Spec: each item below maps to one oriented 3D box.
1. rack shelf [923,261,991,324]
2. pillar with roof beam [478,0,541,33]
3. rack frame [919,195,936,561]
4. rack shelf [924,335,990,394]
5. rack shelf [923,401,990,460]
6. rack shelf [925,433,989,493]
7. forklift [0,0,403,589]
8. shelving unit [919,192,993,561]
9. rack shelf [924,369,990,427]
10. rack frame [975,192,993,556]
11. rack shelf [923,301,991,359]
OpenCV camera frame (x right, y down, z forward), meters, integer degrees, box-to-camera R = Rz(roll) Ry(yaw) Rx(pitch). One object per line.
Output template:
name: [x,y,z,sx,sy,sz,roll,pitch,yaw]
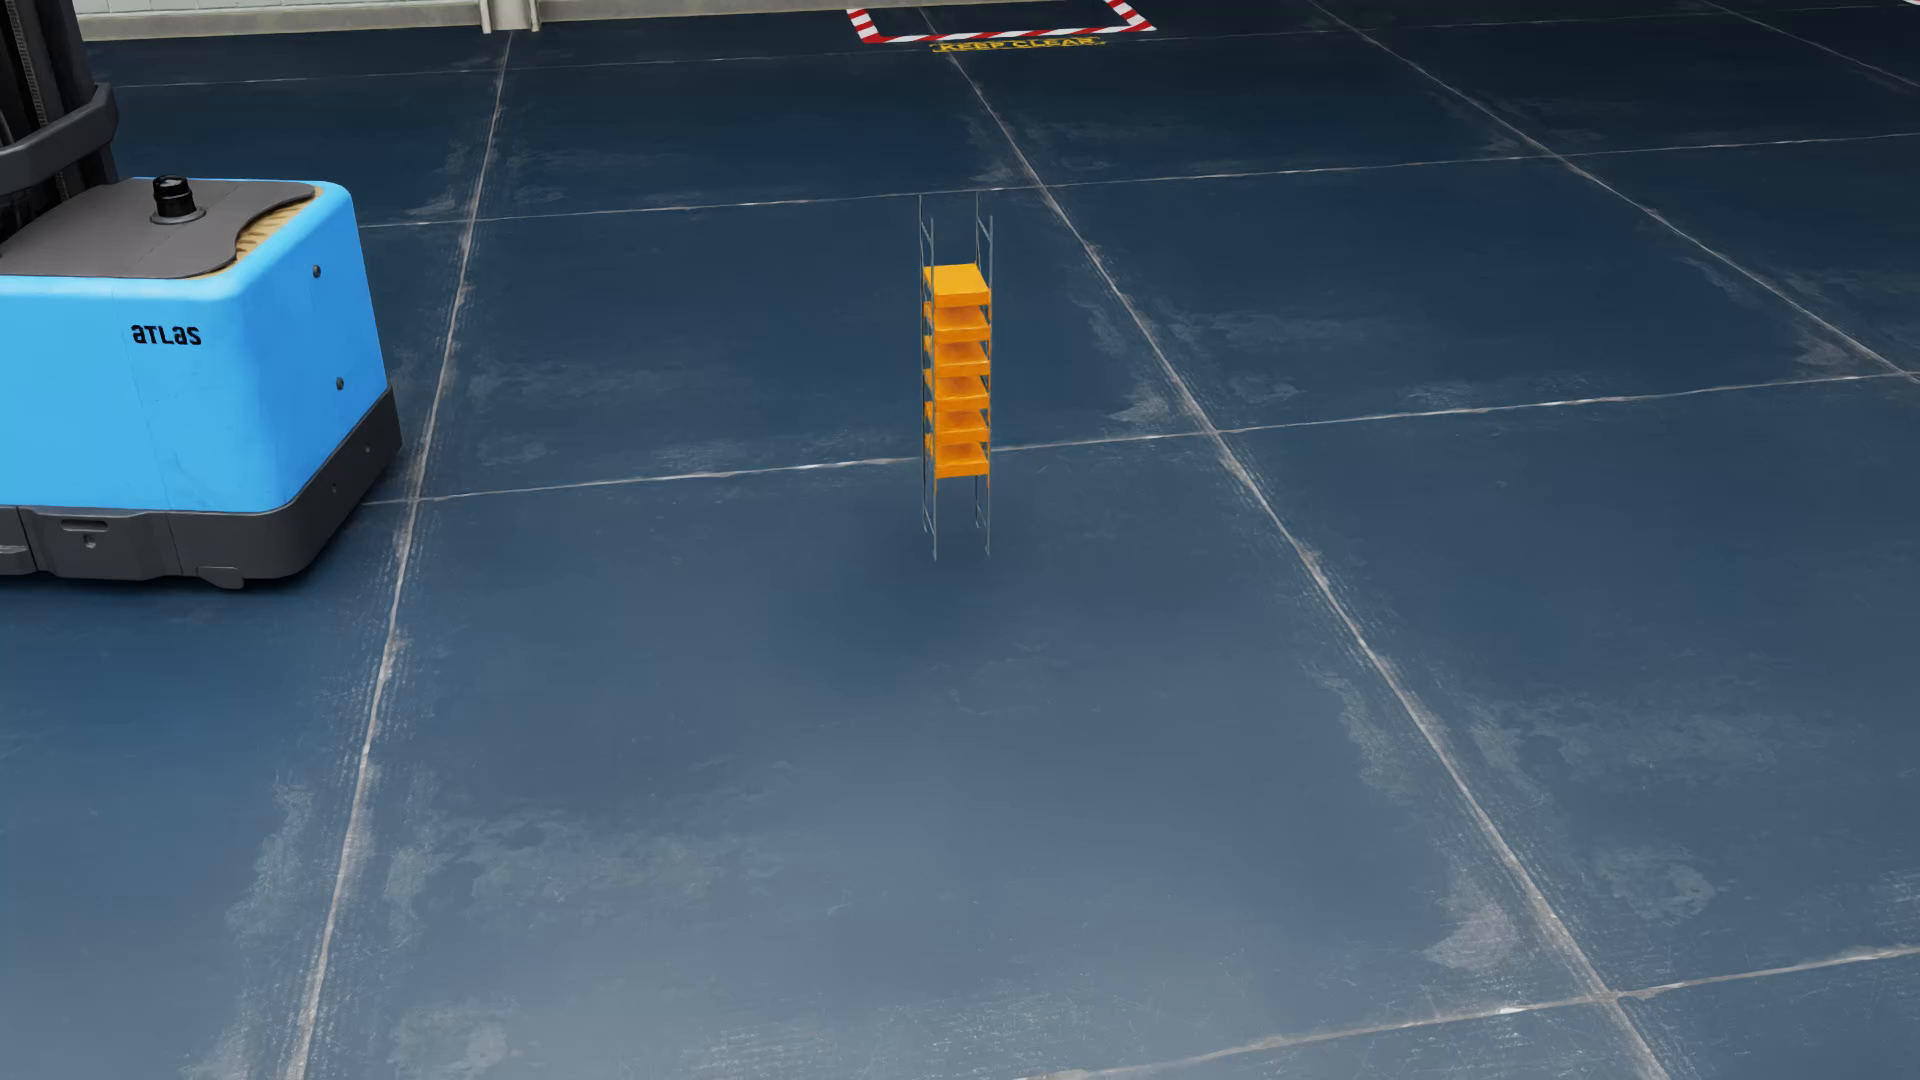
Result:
rack shelf: [-0.014,-0.788,5.284,0.180,0.103,0.258,-5,31,-9]
pillar with roof beam: [-2.478,-5.462,6.161,0.400,9.000,9.100,-5,31,-9]
rack frame: [-0.104,-0.508,5.429,0.006,1.200,0.240,-5,31,-9]
rack shelf: [-0.014,-0.581,5.405,0.180,0.103,0.258,-5,31,-9]
rack shelf: [-0.014,-0.374,5.527,0.180,0.103,0.258,-5,31,-9]
rack shelf: [-0.014,-0.271,5.588,0.180,0.103,0.258,-5,31,-9]
forklift: [-3.622,-1.388,5.218,3.031,2.935,1.130,2,31,3]
shelving unit: [-0.014,-0.516,5.444,0.189,1.200,0.258,-5,31,-9]
rack shelf: [-0.014,-0.478,5.466,0.180,0.103,0.258,-5,31,-9]
rack frame: [0.076,-0.524,5.458,0.006,1.200,0.240,-5,31,-9]
rack shelf: [-0.014,-0.684,5.344,0.180,0.103,0.258,-5,31,-9]
